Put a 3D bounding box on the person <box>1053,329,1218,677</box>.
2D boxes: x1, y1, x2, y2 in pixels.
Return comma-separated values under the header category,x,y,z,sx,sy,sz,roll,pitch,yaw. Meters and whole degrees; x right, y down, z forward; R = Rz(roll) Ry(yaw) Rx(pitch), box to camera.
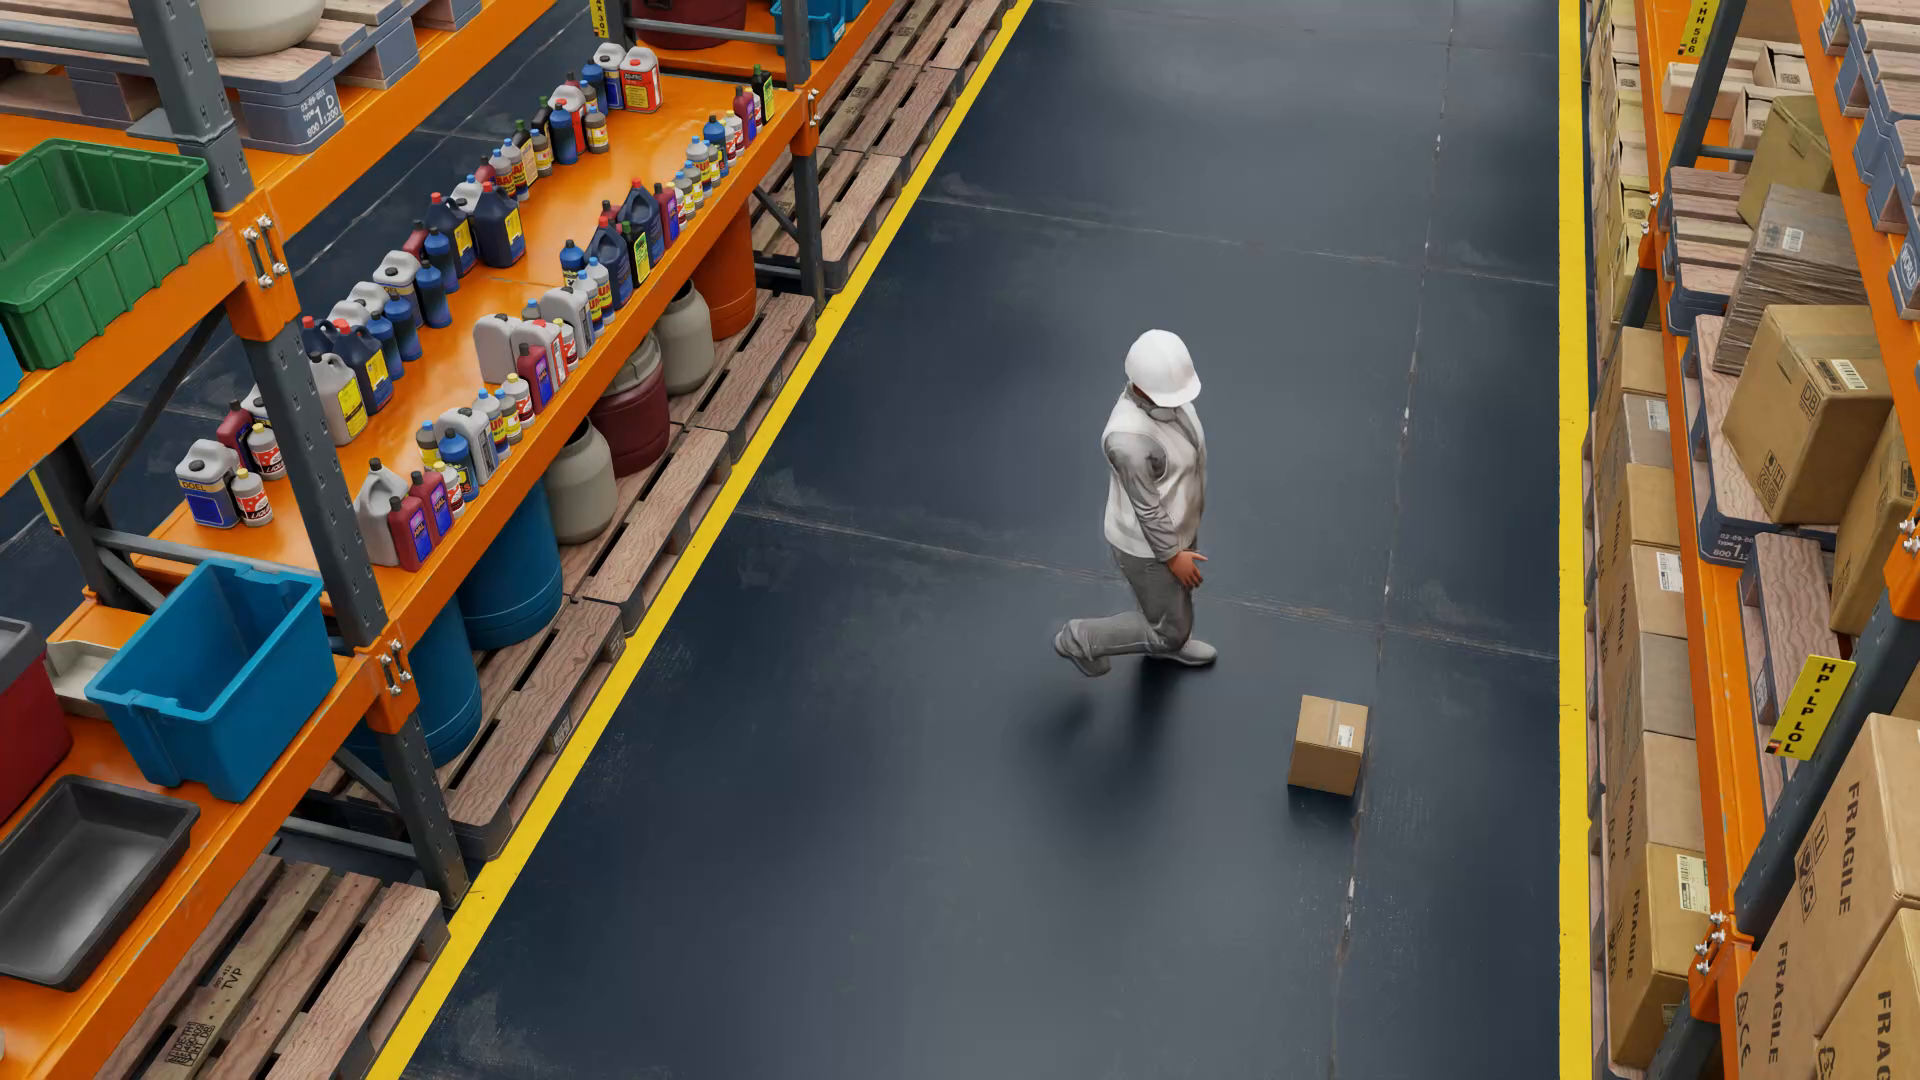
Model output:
category,x,y,z,sx,sy,sz,roll,pitch,yaw
person,0.704,-0.083,6.231,0.608,1.748,0.567,12,42,14
